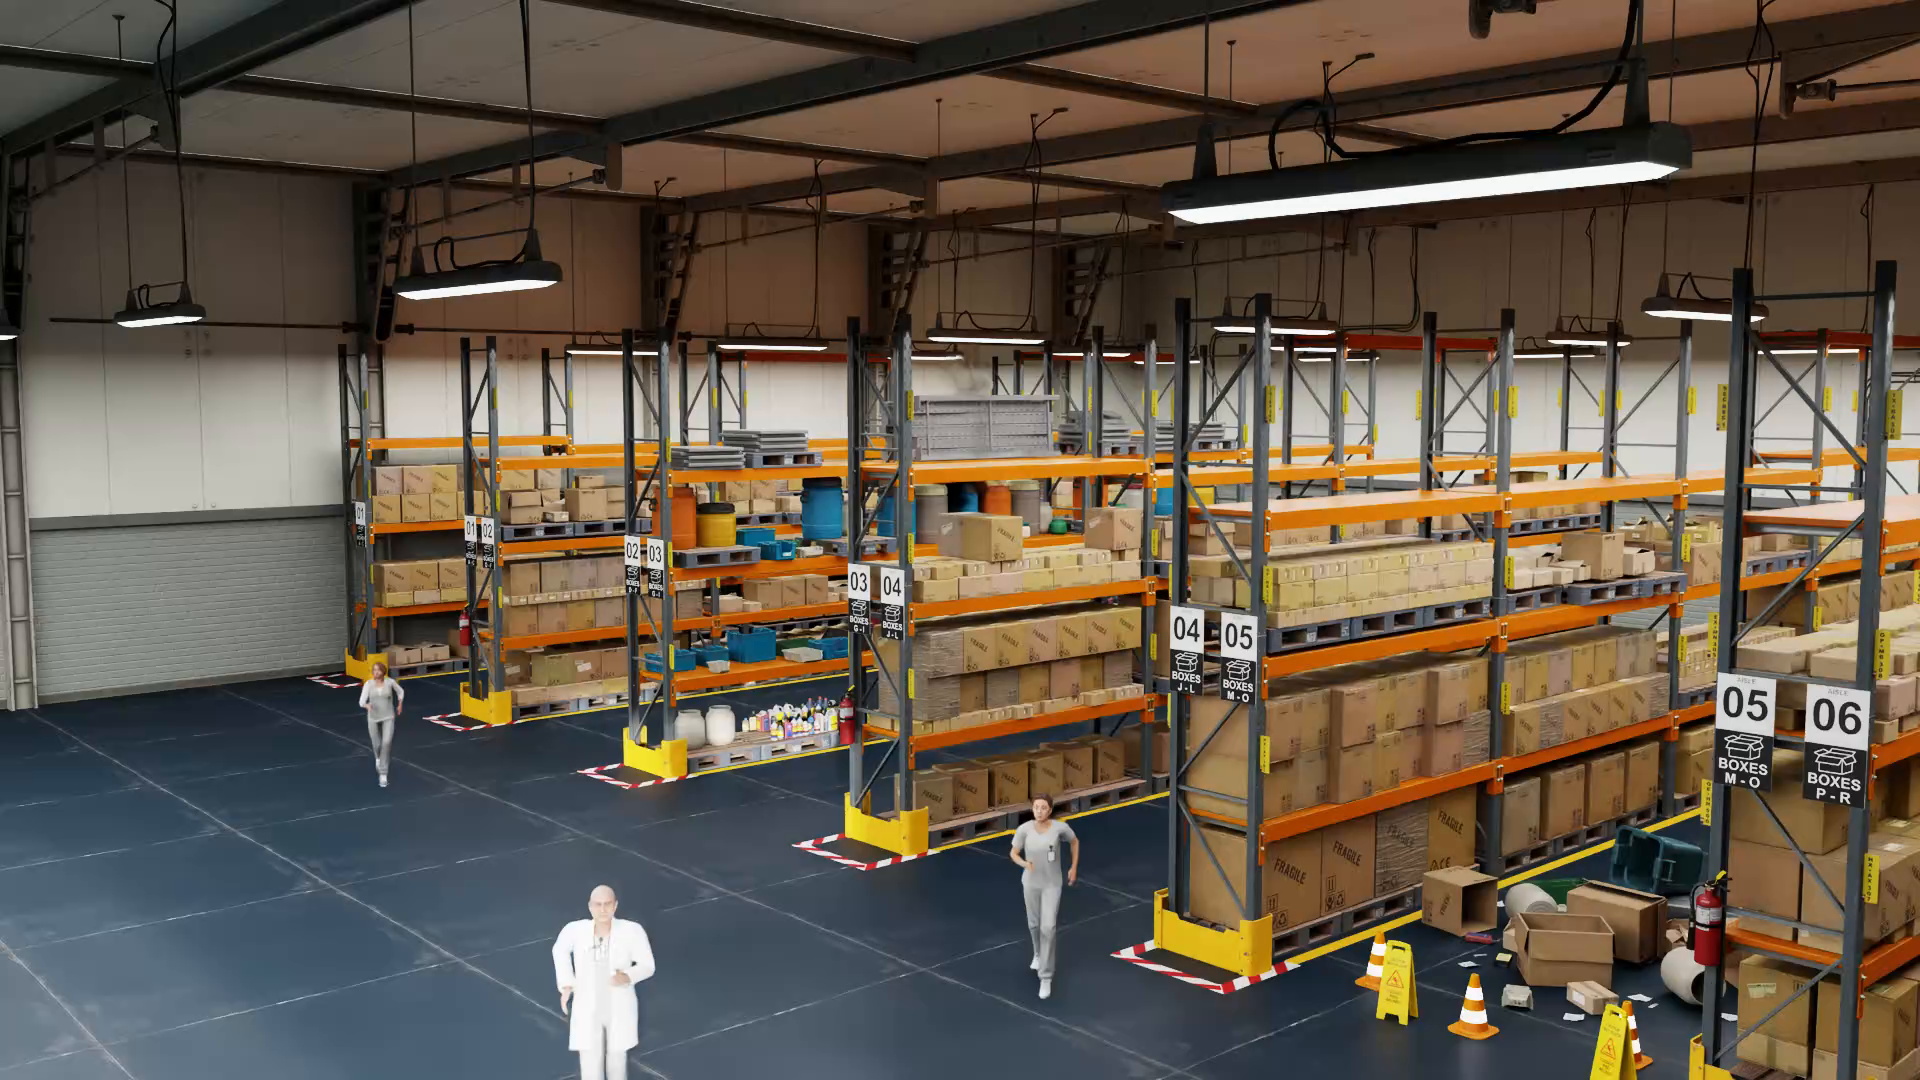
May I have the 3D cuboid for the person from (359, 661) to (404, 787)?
[{"bbox_3d":[-7.670,2.402,22.070,0.553,1.594,0.884,-1,5,-15],"label":"person"}]

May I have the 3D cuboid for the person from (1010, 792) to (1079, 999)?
[{"bbox_3d":[0.732,3.038,14.498,0.578,1.725,0.784,1,5,12],"label":"person"}]

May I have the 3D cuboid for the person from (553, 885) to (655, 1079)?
[{"bbox_3d":[-2.432,3.263,11.376,0.694,1.810,0.875,-1,5,-11],"label":"person"}]
